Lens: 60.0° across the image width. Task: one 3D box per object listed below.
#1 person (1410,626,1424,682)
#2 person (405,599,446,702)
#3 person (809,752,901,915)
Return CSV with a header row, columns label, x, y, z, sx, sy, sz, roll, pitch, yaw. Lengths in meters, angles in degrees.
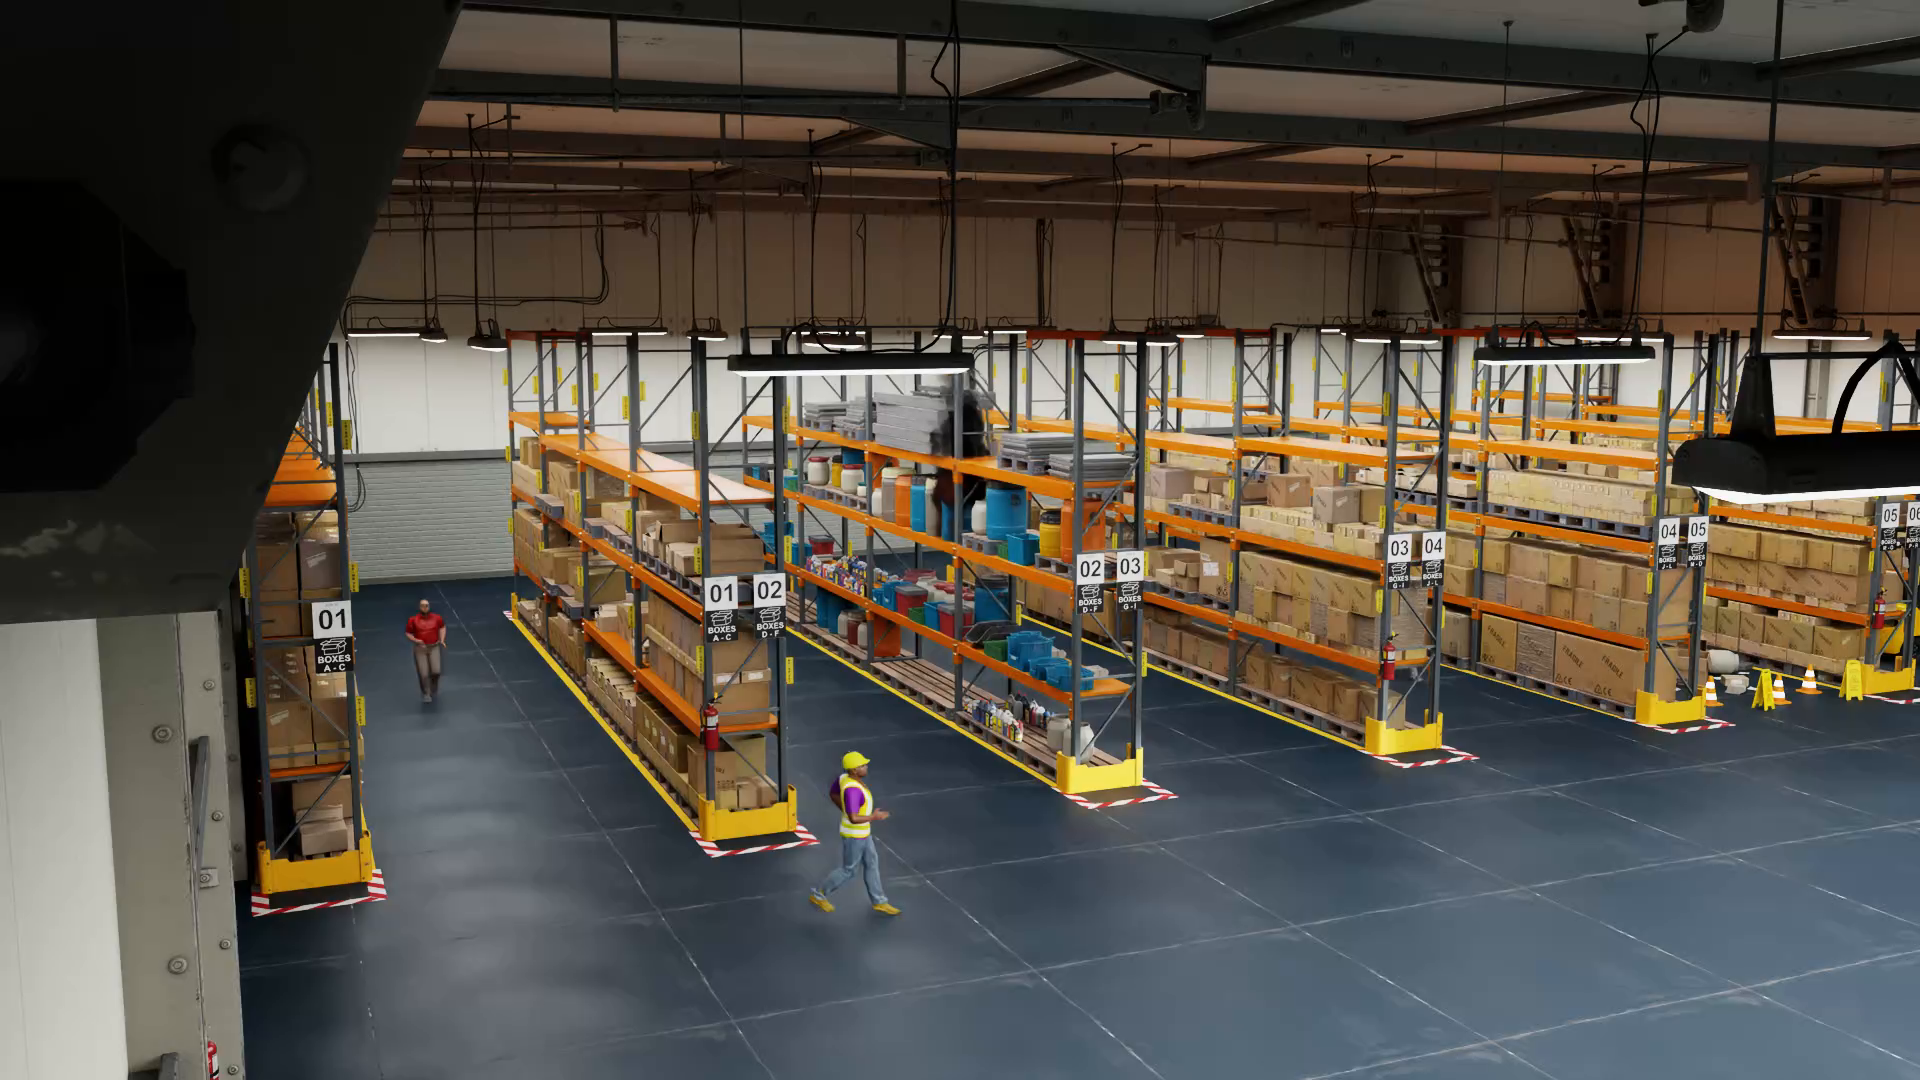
label,x,y,z,sx,sy,sz,roll,pitch,yaw
person,7.782,1.570,28.986,0.626,1.702,0.875,-5,9,-30
person,-8.710,1.810,27.195,0.658,1.686,0.593,-4,9,-25
person,-1.104,3.088,17.387,0.962,1.786,0.694,0,8,-1
